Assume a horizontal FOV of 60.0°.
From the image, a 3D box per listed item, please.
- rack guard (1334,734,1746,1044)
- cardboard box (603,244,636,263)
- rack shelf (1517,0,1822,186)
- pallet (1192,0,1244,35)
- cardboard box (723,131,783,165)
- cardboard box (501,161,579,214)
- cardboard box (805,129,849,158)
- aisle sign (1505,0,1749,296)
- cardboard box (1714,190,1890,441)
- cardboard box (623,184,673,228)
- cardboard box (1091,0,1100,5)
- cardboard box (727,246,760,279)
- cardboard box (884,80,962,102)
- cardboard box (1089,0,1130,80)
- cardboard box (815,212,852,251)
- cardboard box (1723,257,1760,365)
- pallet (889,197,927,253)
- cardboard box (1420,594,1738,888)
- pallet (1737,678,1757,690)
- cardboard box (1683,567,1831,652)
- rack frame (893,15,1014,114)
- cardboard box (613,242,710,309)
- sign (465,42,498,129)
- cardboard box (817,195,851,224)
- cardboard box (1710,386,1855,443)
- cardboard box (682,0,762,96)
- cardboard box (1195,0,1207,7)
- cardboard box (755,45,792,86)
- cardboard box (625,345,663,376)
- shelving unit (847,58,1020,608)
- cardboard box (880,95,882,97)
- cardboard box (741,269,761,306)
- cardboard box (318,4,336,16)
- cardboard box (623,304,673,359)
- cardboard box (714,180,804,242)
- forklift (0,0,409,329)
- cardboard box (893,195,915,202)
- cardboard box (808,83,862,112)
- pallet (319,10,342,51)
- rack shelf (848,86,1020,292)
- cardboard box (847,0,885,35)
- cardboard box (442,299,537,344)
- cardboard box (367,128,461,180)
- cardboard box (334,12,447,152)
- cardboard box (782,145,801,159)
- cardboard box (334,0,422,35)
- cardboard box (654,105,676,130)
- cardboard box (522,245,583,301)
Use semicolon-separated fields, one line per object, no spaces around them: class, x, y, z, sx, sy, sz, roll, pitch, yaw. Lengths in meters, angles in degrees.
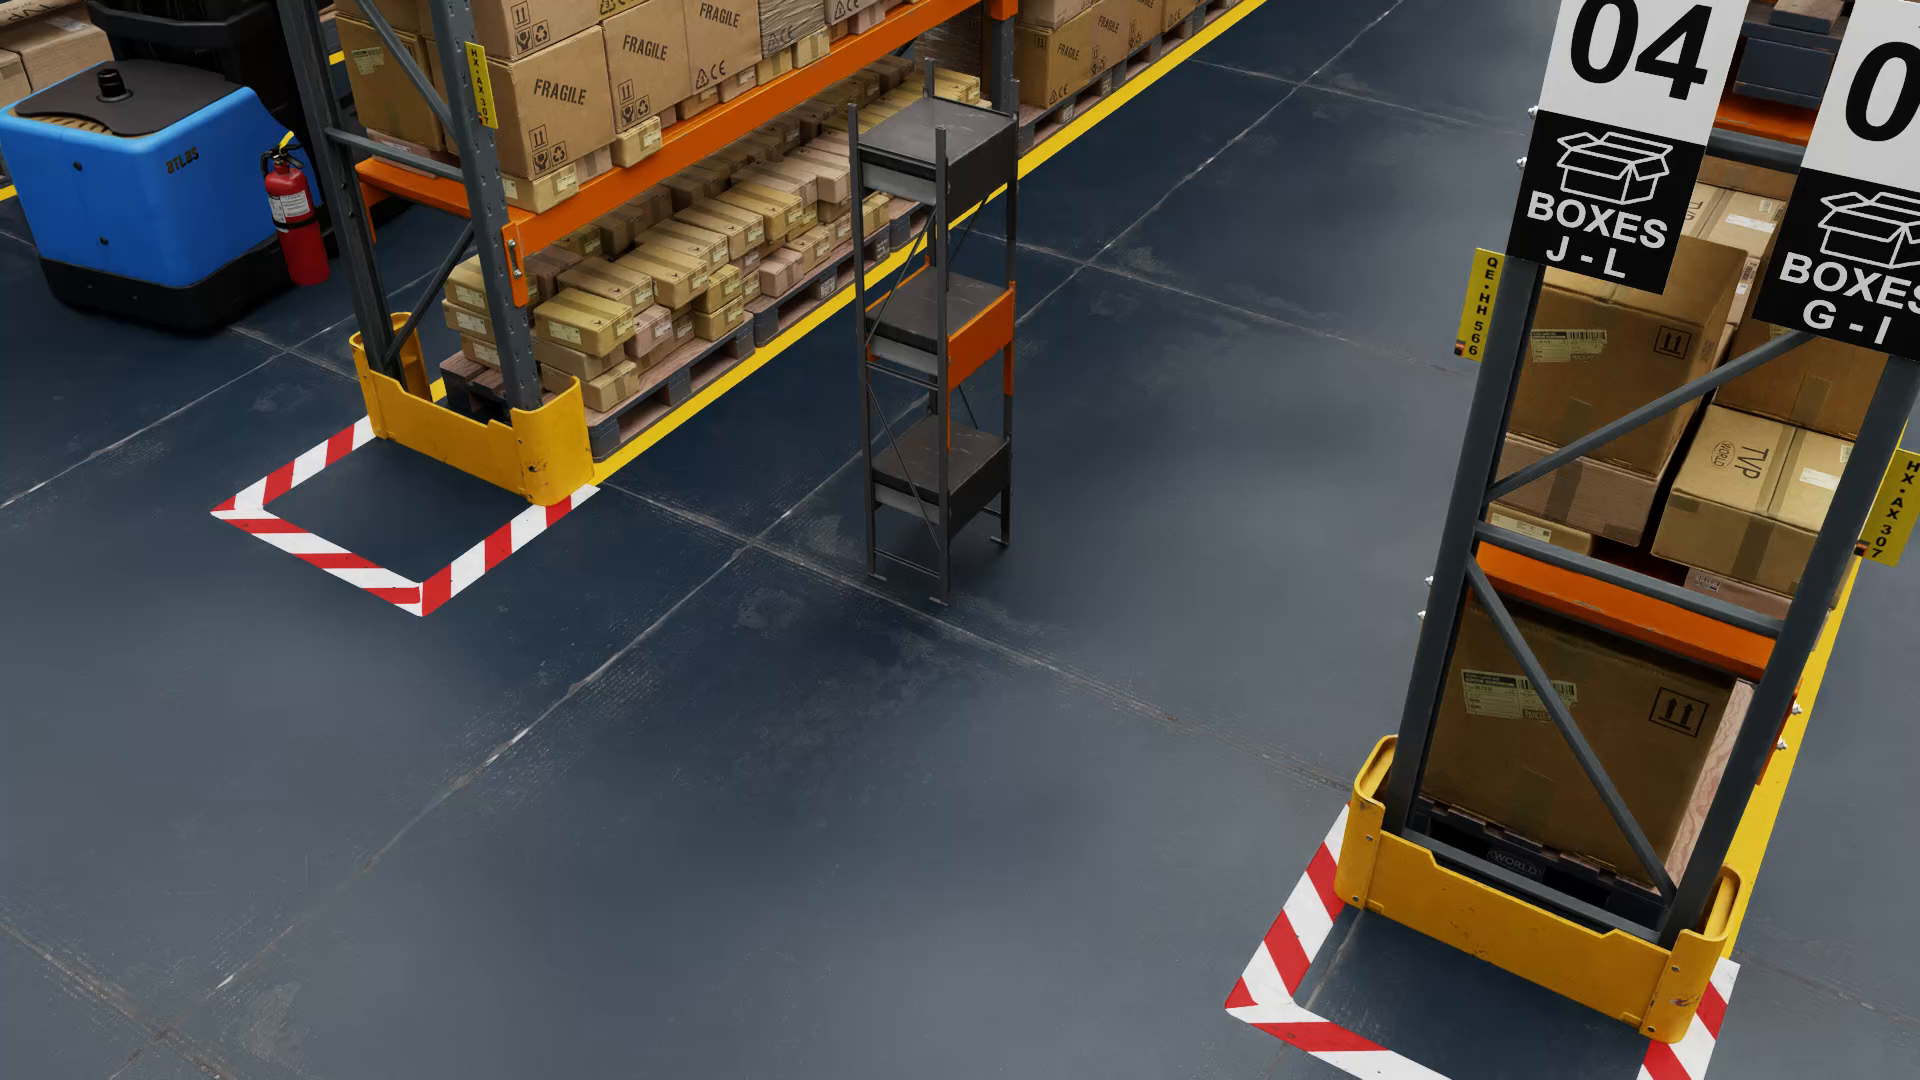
rack guard;1.841;1.115;5.394;1.175;0.500;0.348;21;42;25
cardboard box;-1.730;-1.456;8.429;0.380;0.149;0.250;21;42;25
rack shelf;2.925;-1.822;5.289;1.077;0.370;4.000;21;42;25
pallet;1.586;-4.179;12.499;1.003;0.211;1.213;21;42;25
cardboard box;-1.190;-2.104;9.026;0.380;0.149;0.250;19;42;23
cardboard box;-1.830;-1.522;6.974;0.380;0.149;0.250;21;42;25
cardboard box;-0.611;-2.075;8.989;0.380;0.149;0.250;19;42;23
aisle sign;1.562;-0.978;3.933;0.394;0.787;0.004;21;42;25
cardboard box;2.607;-0.660;4.914;0.500;0.500;0.500;20;42;24
cardboard box;-1.707;-1.746;8.562;0.380;0.149;0.250;23;43;27
cardboard box;0.765;-3.667;10.640;0.500;0.250;0.500;22;43;26
cardboard box;-1.241;-1.446;8.416;0.380;0.149;0.250;19;42;23
cardboard box;-0.211;-2.484;9.519;0.380;0.149;0.250;22;43;26
cardboard box;0.765;-3.368;10.865;0.500;0.500;0.500;23;43;27
cardboard box;-0.810;-1.702;8.992;0.380;0.149;0.250;22;43;26
cardboard box;2.434;-0.806;5.718;0.500;0.250;0.500;20;42;24
pallet;-0.467;-2.162;9.882;1.003;0.211;1.213;21;42;25
cardboard box;2.129;0.432;5.630;0.875;0.875;0.875;21;42;25
pallet;2.871;0.153;6.879;1.003;0.211;1.213;21;42;25
cardboard box;2.323;0.137;4.821;0.380;0.149;0.250;22;43;26
rack frame;-0.137;-3.624;9.494;1.000;3.000;0.127;21;42;25
cardboard box;-1.423;-1.263;7.936;0.380;0.149;0.250;21;42;25
sign;-1.822;-1.727;6.325;0.100;0.325;0.005;21;42;25
cardboard box;-0.798;-1.859;8.952;0.380;0.149;0.250;19;42;23
cardboard box;2.612;-0.375;5.159;0.500;0.250;0.500;21;42;25
cardboard box;-1.268;-2.393;7.572;0.500;0.500;0.500;22;43;26
cardboard box;1.593;-4.171;11.908;0.500;0.500;0.500;23;43;27
cardboard box;-1.037;-2.343;8.038;0.380;0.149;0.250;23;43;27
cardboard box;-1.658;-0.926;7.986;0.380;0.149;0.250;21;42;25
shelving unit;-0.089;-0.746;6.498;0.431;2.100;0.503;21;42;25
cardboard box;-0.601;-2.697;10.039;0.380;0.149;0.250;23;43;27
cardboard box;-1.245;-1.315;8.490;0.380;0.149;0.250;21;42;25
cardboard box;-4.798;-4.054;11.807;0.875;0.438;0.875;21;42;24
cardboard box;-1.588;-1.026;7.871;0.380;0.149;0.250;21;42;25
cardboard box;-1.024;-1.679;8.475;0.380;0.149;0.250;22;43;26
forklift;-3.815;-3.142;8.925;1.130;2.935;3.031;14;40;17
cardboard box;-0.356;-2.084;9.487;0.380;0.149;0.250;20;42;24
cardboard box;-0.788;-2.518;9.563;0.380;0.149;0.250;21;42;25
pallet;-4.844;-3.720;11.903;1.003;0.211;1.213;21;42;25
rack shelf;-0.089;-1.290;6.079;0.431;0.518;0.480;21;42;25
cardboard box;-0.611;-2.739;8.553;0.380;0.149;0.250;19;42;23
cardboard box;-2.238;-1.083;7.945;0.380;0.149;0.250;20;42;24
cardboard box;-2.344;-1.723;7.234;0.380;0.149;0.250;21;42;25
cardboard box;-2.257;-2.035;7.108;0.500;0.500;0.500;22;43;26
cardboard box;-1.076;-2.127;9.300;0.380;0.149;0.250;23;43;27
cardboard box;-2.245;-2.433;6.804;0.500;0.500;0.500;20;42;24
cardboard box;-1.516;-1.967;7.550;0.380;0.149;0.250;23;43;27
cardboard box;-2.027;-1.301;7.985;0.380;0.149;0.250;22;43;26
